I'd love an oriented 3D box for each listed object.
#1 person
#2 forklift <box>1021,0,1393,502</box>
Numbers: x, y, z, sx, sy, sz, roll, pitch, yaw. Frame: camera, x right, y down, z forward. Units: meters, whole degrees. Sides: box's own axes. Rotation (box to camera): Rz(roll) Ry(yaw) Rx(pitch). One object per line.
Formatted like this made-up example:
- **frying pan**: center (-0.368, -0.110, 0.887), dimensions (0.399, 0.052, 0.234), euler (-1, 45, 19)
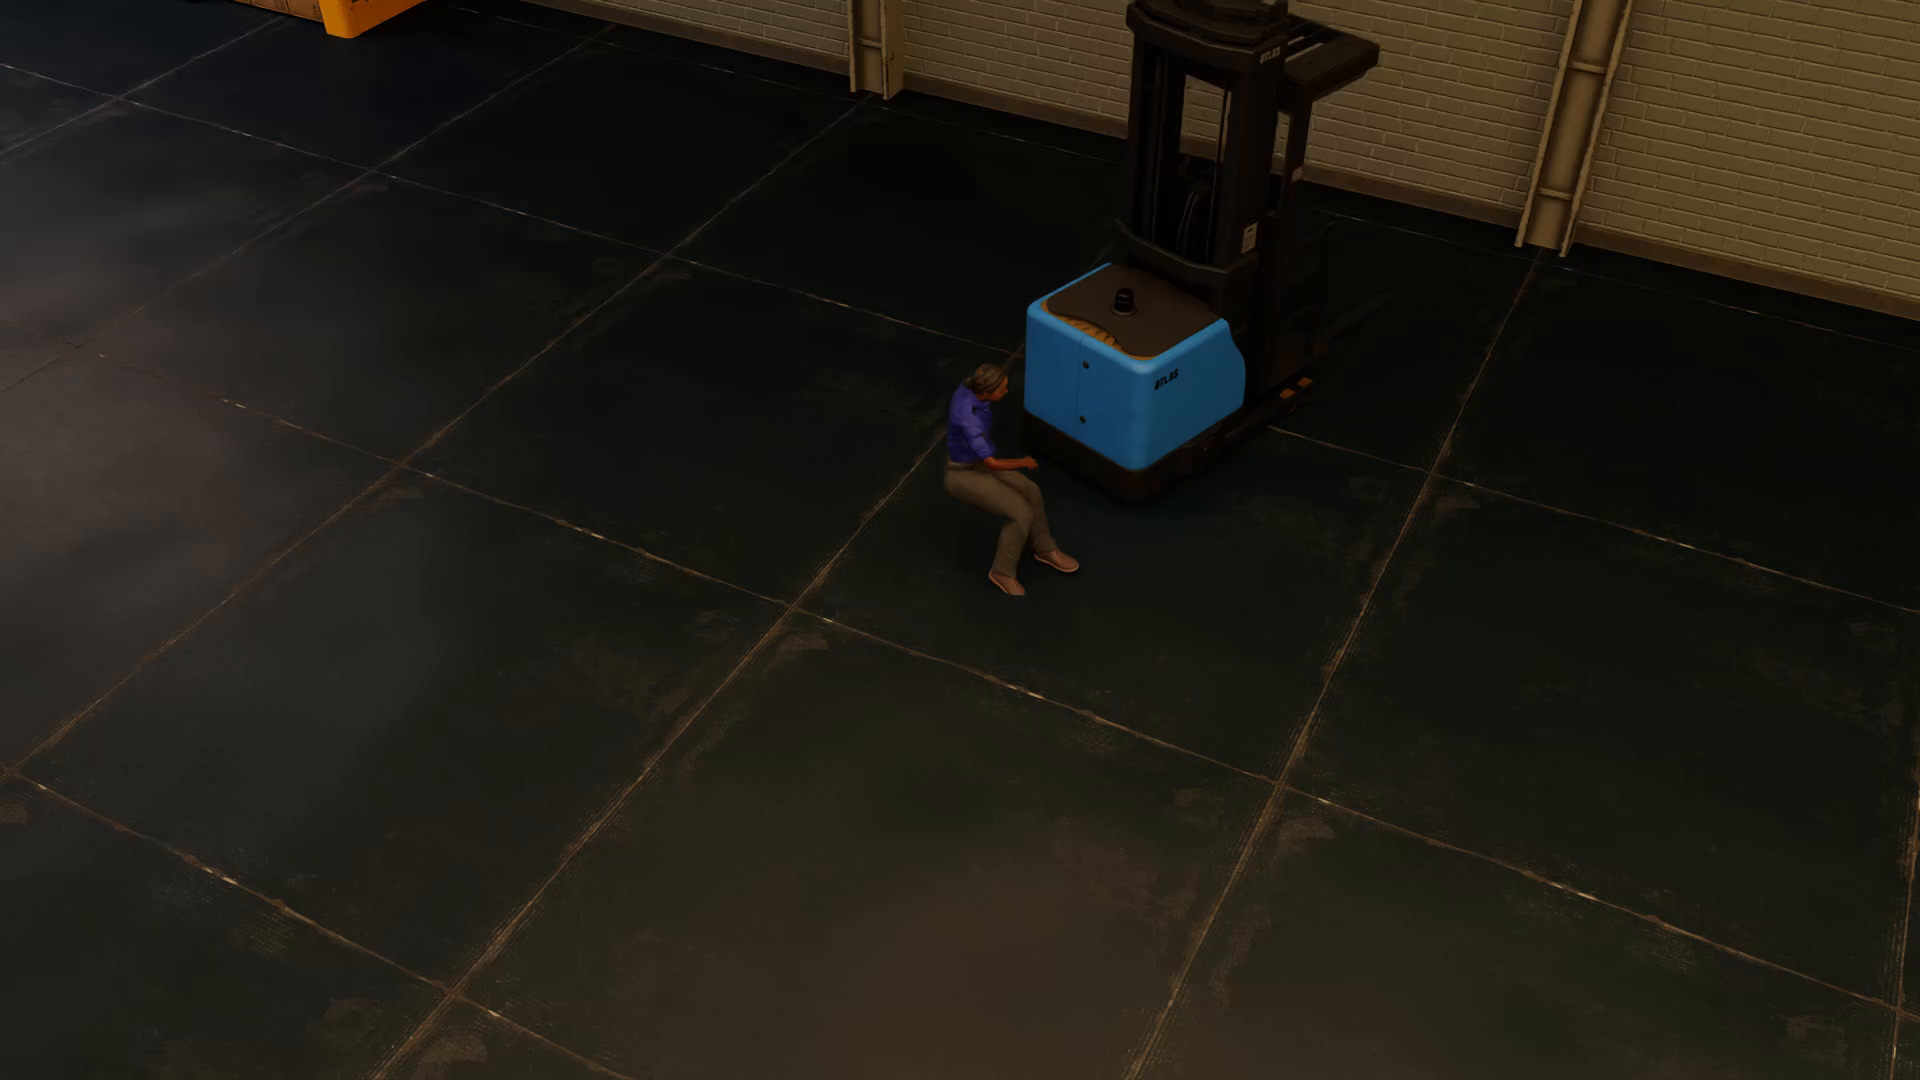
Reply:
- **person**: center (0.308, -0.402, 9.713), dimensions (0.826, 1.457, 0.727), euler (2, 40, 2)
- **forklift**: center (1.809, -2.196, 10.594), dimensions (3.031, 2.935, 1.130), euler (-32, 50, -32)
